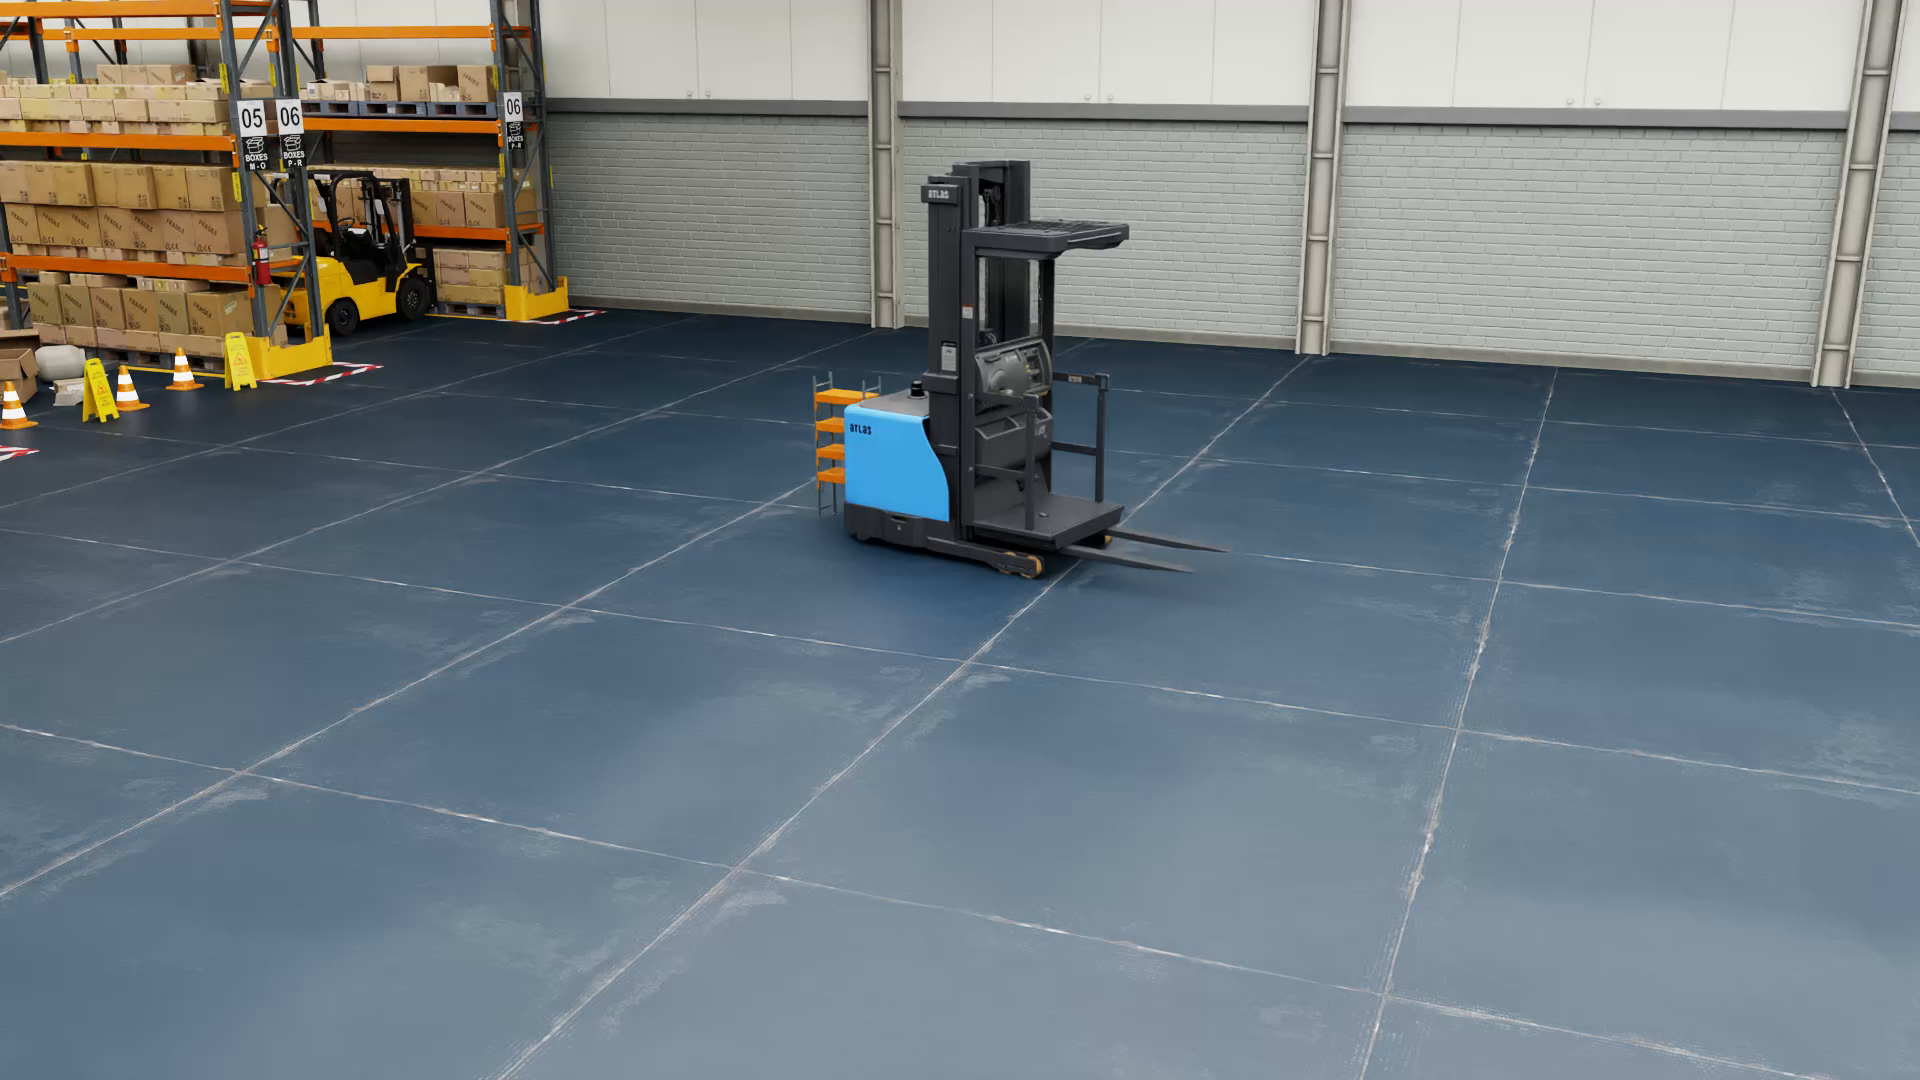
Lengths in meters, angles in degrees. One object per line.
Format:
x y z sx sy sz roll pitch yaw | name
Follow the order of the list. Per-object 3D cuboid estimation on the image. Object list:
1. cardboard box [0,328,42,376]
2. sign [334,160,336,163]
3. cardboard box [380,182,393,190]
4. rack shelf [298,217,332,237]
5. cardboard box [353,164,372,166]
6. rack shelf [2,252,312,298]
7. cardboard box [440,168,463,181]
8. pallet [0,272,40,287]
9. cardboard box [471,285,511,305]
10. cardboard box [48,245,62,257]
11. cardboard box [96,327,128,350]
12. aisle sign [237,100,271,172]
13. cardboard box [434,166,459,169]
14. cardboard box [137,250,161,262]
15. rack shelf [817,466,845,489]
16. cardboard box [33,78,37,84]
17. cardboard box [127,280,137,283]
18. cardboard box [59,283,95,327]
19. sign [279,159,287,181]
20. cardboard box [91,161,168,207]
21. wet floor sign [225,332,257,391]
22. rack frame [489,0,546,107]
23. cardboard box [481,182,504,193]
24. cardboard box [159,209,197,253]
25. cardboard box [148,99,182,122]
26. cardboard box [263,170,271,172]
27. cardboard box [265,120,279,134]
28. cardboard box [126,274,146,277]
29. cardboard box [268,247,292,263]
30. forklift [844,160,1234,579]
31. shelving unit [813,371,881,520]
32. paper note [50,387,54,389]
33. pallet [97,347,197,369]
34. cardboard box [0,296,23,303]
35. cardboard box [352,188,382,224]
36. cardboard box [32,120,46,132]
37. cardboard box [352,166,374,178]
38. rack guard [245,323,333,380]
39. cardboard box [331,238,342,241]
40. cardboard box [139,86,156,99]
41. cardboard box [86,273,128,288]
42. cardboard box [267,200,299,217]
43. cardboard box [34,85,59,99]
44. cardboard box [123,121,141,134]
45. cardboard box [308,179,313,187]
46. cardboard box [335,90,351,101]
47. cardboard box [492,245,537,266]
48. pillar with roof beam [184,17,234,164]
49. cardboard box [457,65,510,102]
-11.326 -2.245 20.006 0.500 0.500 0.500 -9 18 -27 | cardboard box
-9.803 -5.792 26.051 0.005 0.325 0.100 6 17 21 | sign
-8.374 -5.290 24.672 0.250 0.149 0.380 6 17 19 | cardboard box
-11.866 -5.054 26.492 4.000 0.370 1.077 6 17 21 | rack shelf
-9.128 -5.683 25.492 0.250 0.149 0.380 6 17 20 | cardboard box
-9.963 -3.357 20.647 4.000 0.370 1.077 6 17 21 | rack shelf
-7.394 -5.351 24.351 0.250 0.149 0.380 6 17 21 | cardboard box
-15.538 -4.476 28.213 1.213 0.211 1.003 6 17 21 | pallet
-6.838 -3.633 24.485 0.500 0.250 0.500 6 17 21 | cardboard box
-11.136 -3.639 20.779 0.250 0.149 0.380 6 17 20 | cardboard box
-10.378 -2.552 20.764 0.500 0.250 0.500 6 17 20 | cardboard box
-8.151 -4.665 19.198 0.004 0.787 0.394 6 17 21 | aisle sign
-7.688 -5.538 24.995 0.250 0.149 0.380 6 17 19 | cardboard box
-9.744 -3.472 20.205 0.250 0.149 0.380 6 17 20 | cardboard box
-0.901 -0.486 13.635 0.480 0.148 0.258 9 18 31 | rack shelf
-14.627 -7.333 26.694 0.250 0.149 0.380 6 17 19 | cardboard box
-10.226 -3.054 21.146 0.500 0.500 0.500 7 18 24 | cardboard box
-10.871 -2.966 20.844 0.500 0.500 0.500 7 18 23 | cardboard box
-10.196 -5.571 25.048 0.005 0.325 0.100 6 17 21 | sign
-10.051 -4.331 20.204 0.500 0.500 0.700 6 17 20 | cardboard box
-8.318 -2.070 19.147 0.232 0.644 0.267 14 21 40 | wet floor sign
-6.285 -7.666 23.441 0.127 3.000 1.000 6 17 21 | rack frame
-6.710 -5.108 24.045 0.250 0.149 0.380 7 17 21 | cardboard box
-9.172 -3.725 19.912 0.500 0.500 0.500 6 17 21 | cardboard box
-9.140 -5.047 19.533 0.500 0.250 0.500 6 17 20 | cardboard box
-10.961 -5.733 26.199 0.250 0.149 0.380 6 17 20 | cardboard box
-8.292 -4.936 19.865 0.250 0.149 0.380 6 17 21 | cardboard box
-13.151 -4.598 27.137 0.625 0.625 0.875 7 18 22 | cardboard box
-8.342 -3.465 20.181 0.250 0.149 0.380 6 17 21 | cardboard box
0.577 -1.290 12.359 3.031 2.935 1.130 11 20 34 | forklift
-0.905 -0.742 13.563 0.503 1.200 0.258 9 18 31 | shelving unit
-10.447 -1.773 19.245 0.142 0.019 0.148 14 21 40 | paper note
-10.047 -2.384 21.006 1.213 0.211 1.003 6 17 21 | pallet
-12.982 -2.972 21.992 0.625 0.372 0.950 7 18 24 | cardboard box
-8.727 -5.029 24.937 0.500 0.500 0.500 6 17 20 | cardboard box
-11.129 -5.093 20.408 0.250 0.149 0.380 6 17 21 | cardboard box
-8.848 -5.488 24.820 0.250 0.149 0.380 6 17 20 | cardboard box
-8.173 -2.305 20.217 0.348 0.500 1.175 6 17 21 | rack guard
-9.477 -4.556 25.871 0.500 0.250 0.500 7 17 22 | cardboard box
-9.437 -5.282 19.629 0.250 0.149 0.380 6 17 21 | cardboard box
-10.549 -3.222 20.562 0.250 0.149 0.380 7 18 24 | cardboard box
-10.570 -5.106 25.652 0.500 0.250 0.500 7 17 22 | cardboard box
-10.921 -5.411 20.071 0.250 0.149 0.380 6 17 20 | cardboard box
-9.718 -4.920 19.810 0.250 0.149 0.380 6 17 19 | cardboard box
-9.806 -5.453 25.235 0.250 0.149 0.380 6 17 20 | cardboard box
-8.985 -6.561 24.531 0.250 0.149 0.380 7 18 22 | cardboard box
-6.662 -4.245 24.801 0.500 0.250 0.500 6 17 20 | cardboard box
-13.763 -7.469 22.760 0.400 9.000 9.100 6 17 21 | pillar with roof beam
-6.786 -6.506 23.711 0.500 0.500 0.500 7 18 22 | cardboard box
